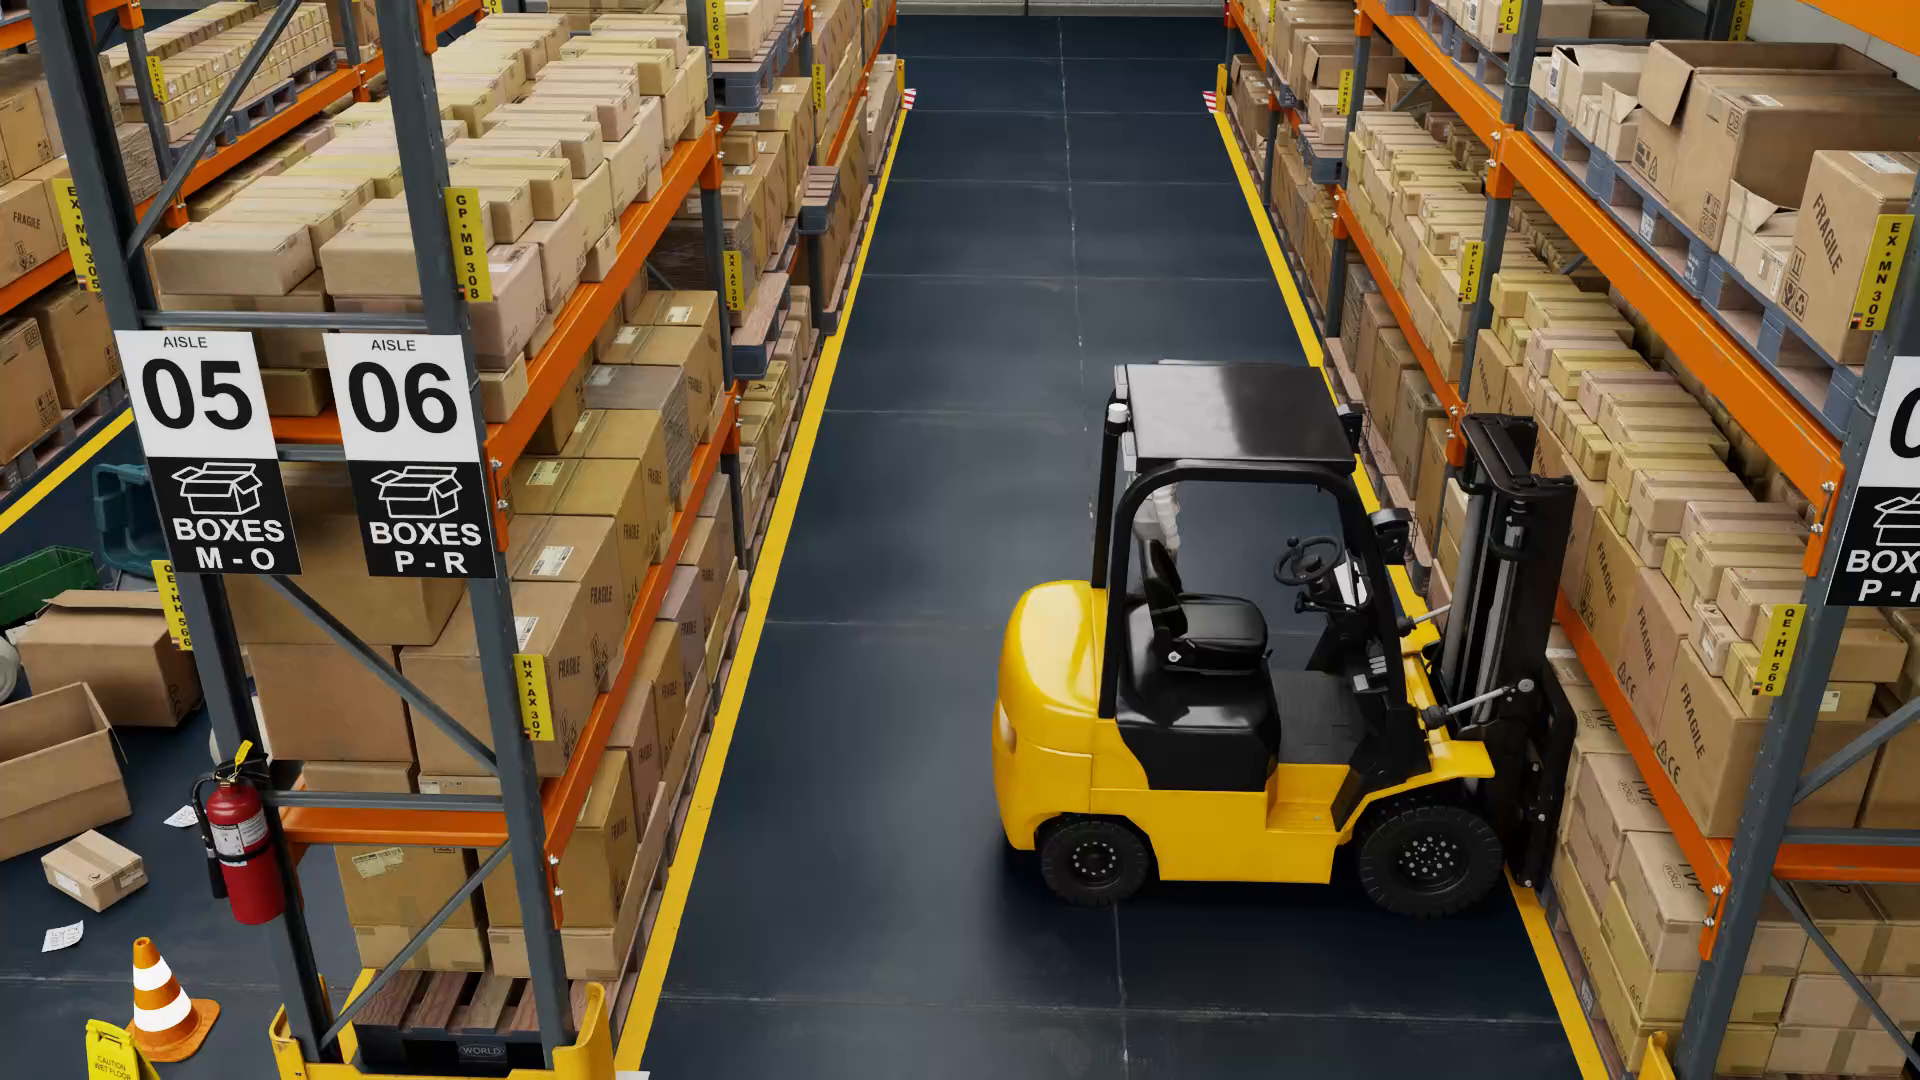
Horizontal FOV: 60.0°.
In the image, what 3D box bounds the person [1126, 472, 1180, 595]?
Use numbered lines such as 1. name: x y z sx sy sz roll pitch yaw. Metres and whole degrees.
1. person: 1.065 -0.128 8.857 0.374 1.664 0.540 0 28 0
